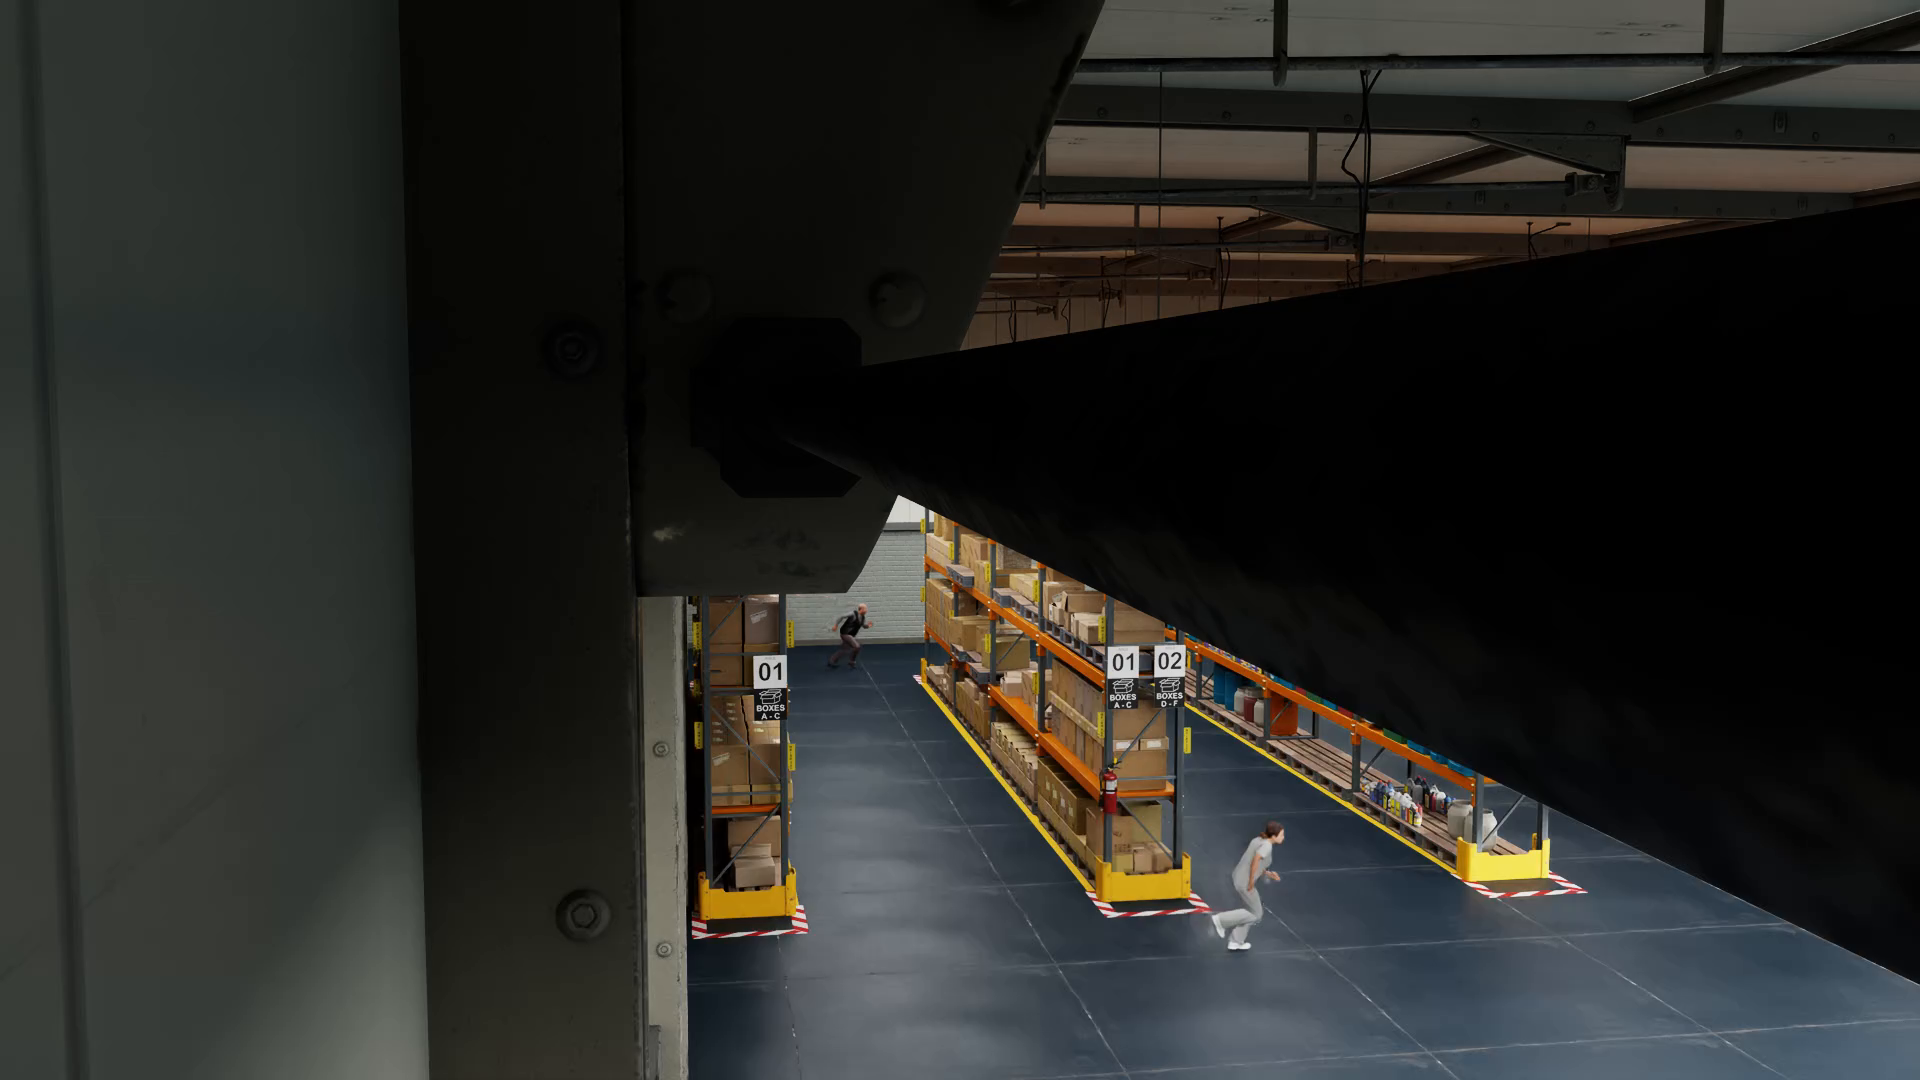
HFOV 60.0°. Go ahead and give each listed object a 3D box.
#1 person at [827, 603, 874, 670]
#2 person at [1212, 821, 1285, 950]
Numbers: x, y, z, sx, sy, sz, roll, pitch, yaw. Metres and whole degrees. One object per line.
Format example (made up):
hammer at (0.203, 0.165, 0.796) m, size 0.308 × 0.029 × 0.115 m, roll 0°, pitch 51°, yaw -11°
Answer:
person at (-2.520, 2.202, 38.096) m, size 1.104 × 1.532 × 0.679 m, roll 2°, pitch 5°, yaw 22°
person at (3.279, 3.940, 18.888) m, size 0.816 × 1.487 × 0.578 m, roll 0°, pitch 5°, yaw -3°
